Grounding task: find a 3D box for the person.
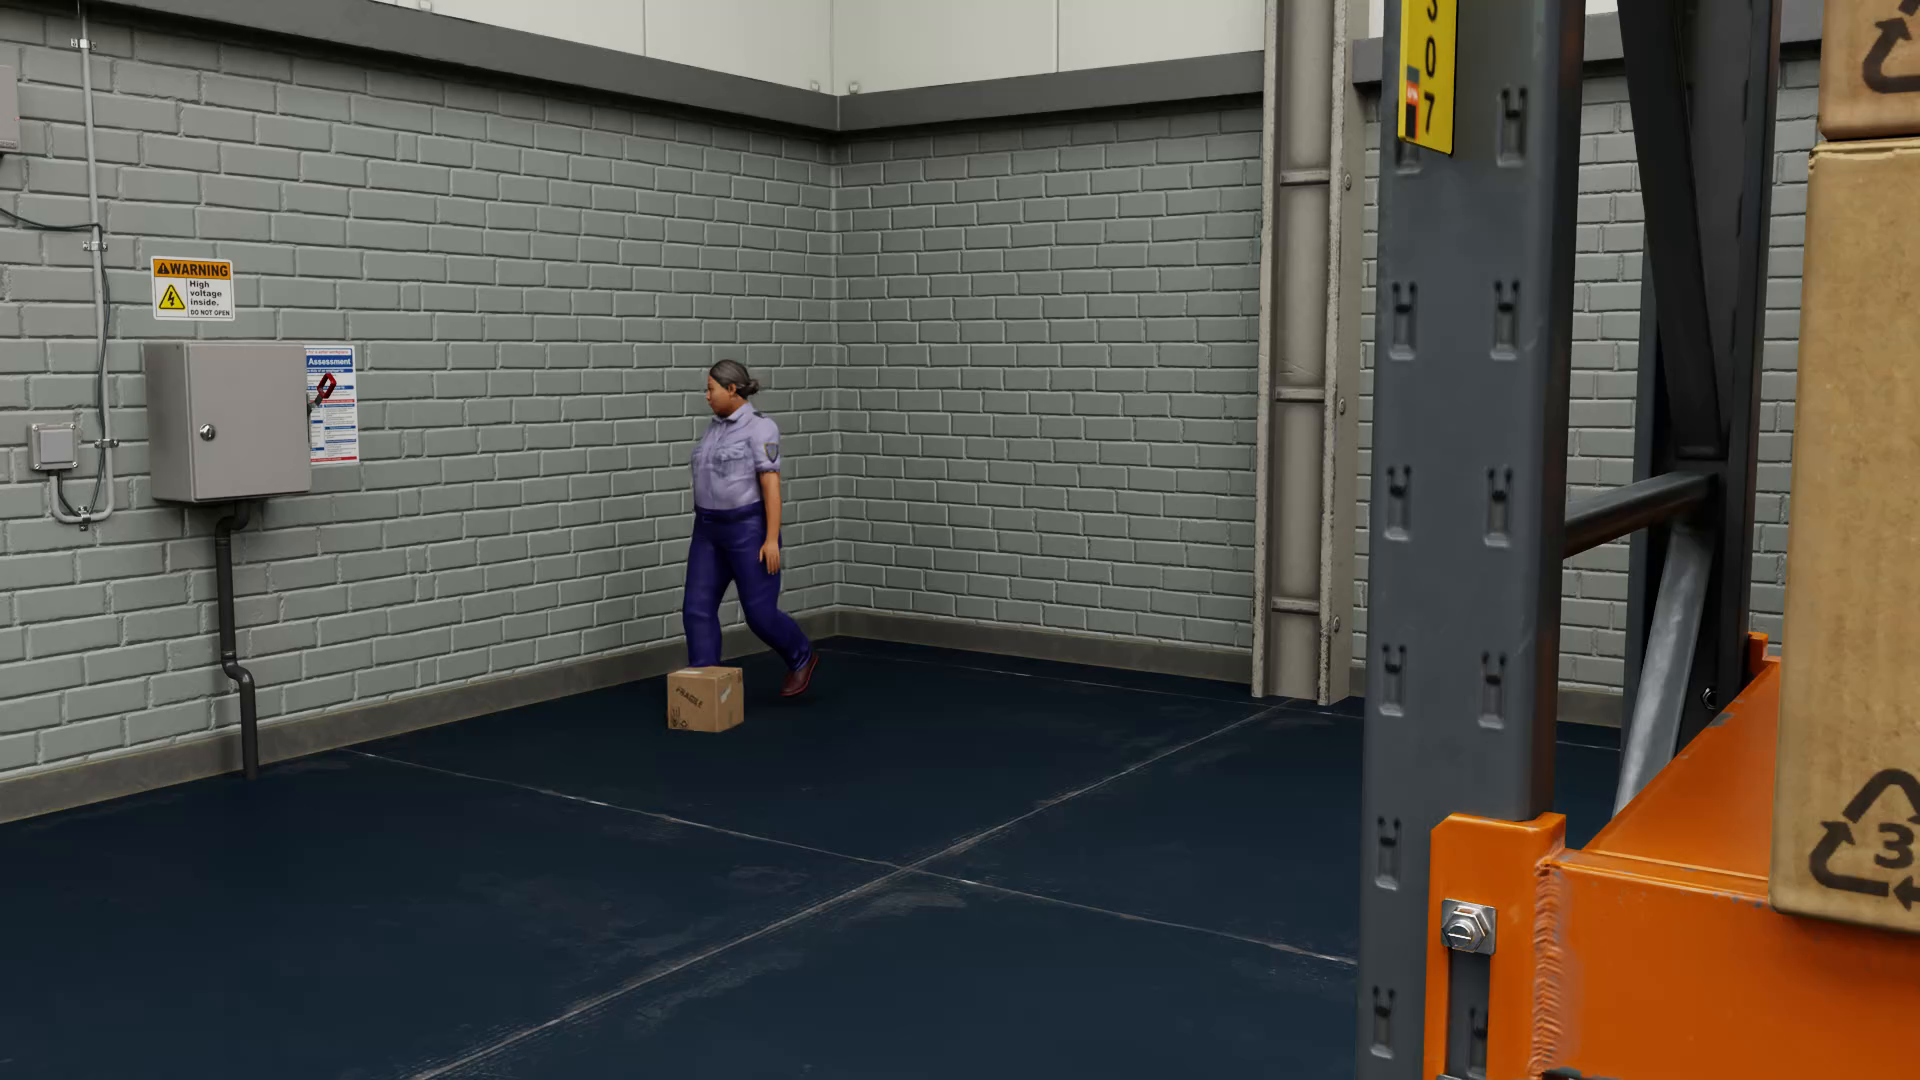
[{"bbox_3d":[-0.994,-0.006,7.629,0.507,1.606,0.815,5,8,36],"label":"person"}]
